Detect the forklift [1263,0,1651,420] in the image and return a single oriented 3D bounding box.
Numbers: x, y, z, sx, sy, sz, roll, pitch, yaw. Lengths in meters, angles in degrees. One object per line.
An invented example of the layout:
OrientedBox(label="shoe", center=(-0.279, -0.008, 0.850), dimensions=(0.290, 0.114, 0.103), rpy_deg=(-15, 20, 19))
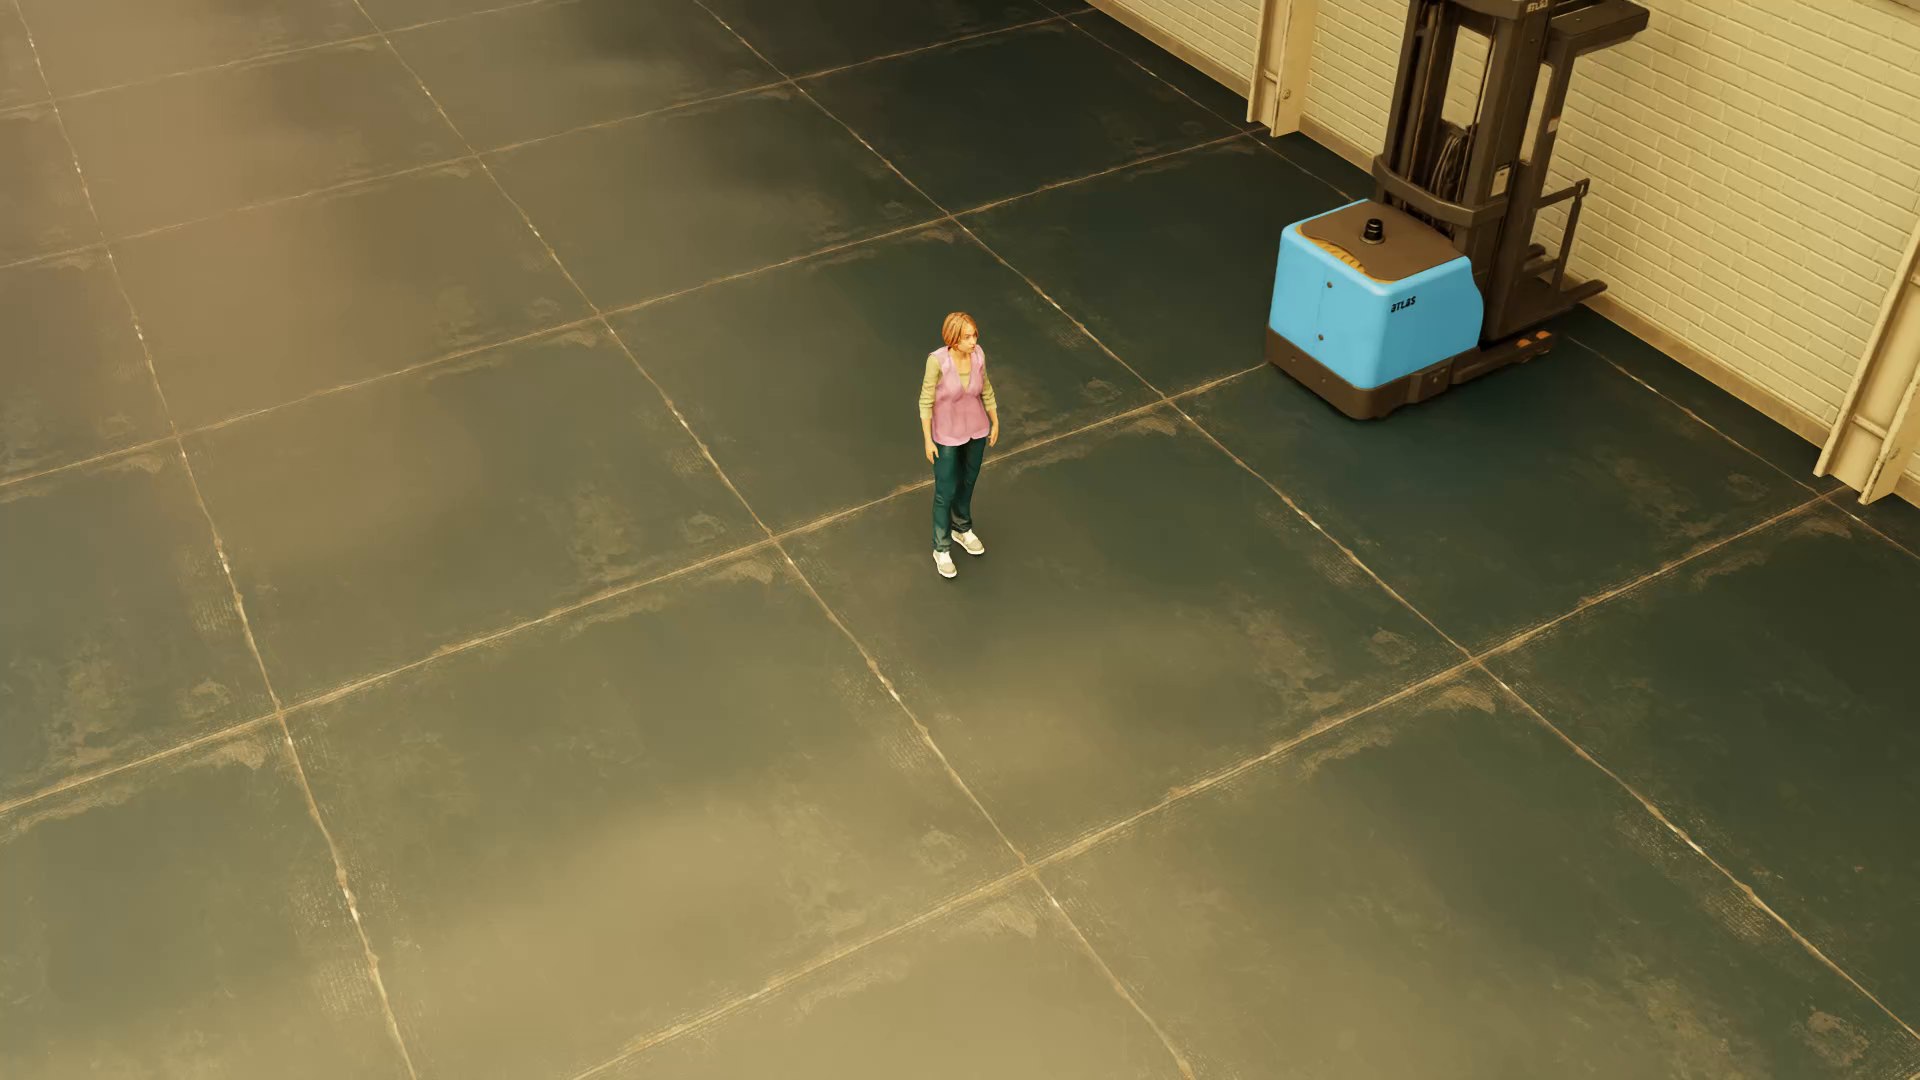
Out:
OrientedBox(label="forklift", center=(3.671, -2.656, 11.238), dimensions=(3.031, 2.935, 1.130), rpy_deg=(-22, 45, -24))

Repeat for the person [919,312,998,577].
OrientedBox(label="person", center=(0.025, -0.575, 9.762), dimensions=(0.520, 1.599, 0.473), rpy_deg=(-20, 44, -23))
